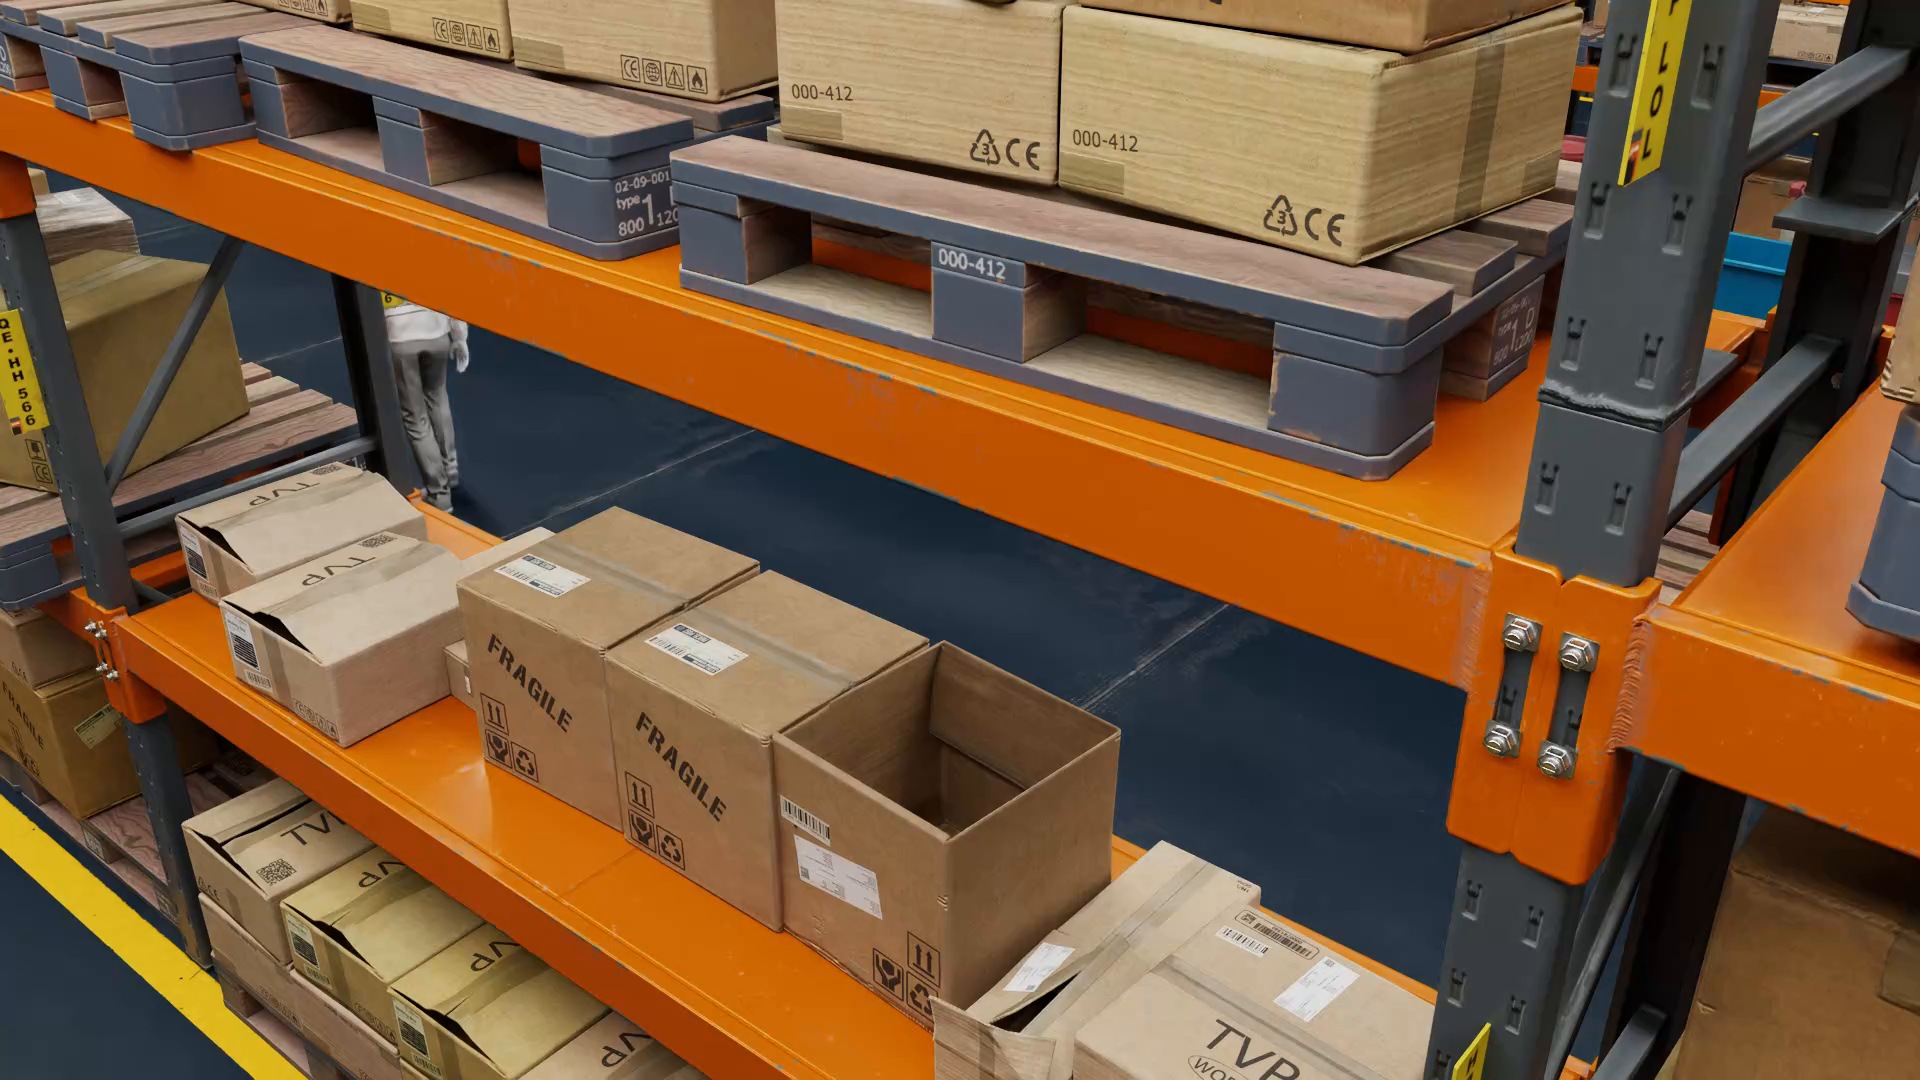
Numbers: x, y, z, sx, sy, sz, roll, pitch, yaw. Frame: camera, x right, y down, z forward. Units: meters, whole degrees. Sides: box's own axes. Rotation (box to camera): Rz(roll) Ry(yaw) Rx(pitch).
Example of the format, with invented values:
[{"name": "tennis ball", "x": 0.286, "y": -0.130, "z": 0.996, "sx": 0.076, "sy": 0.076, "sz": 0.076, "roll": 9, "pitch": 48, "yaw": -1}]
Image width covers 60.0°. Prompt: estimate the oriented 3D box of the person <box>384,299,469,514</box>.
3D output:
[{"name": "person", "x": -2.594, "y": -0.922, "z": 7.881, "sx": 0.493, "sy": 1.744, "sz": 0.496, "roll": -19, "pitch": 33, "yaw": -32}]
